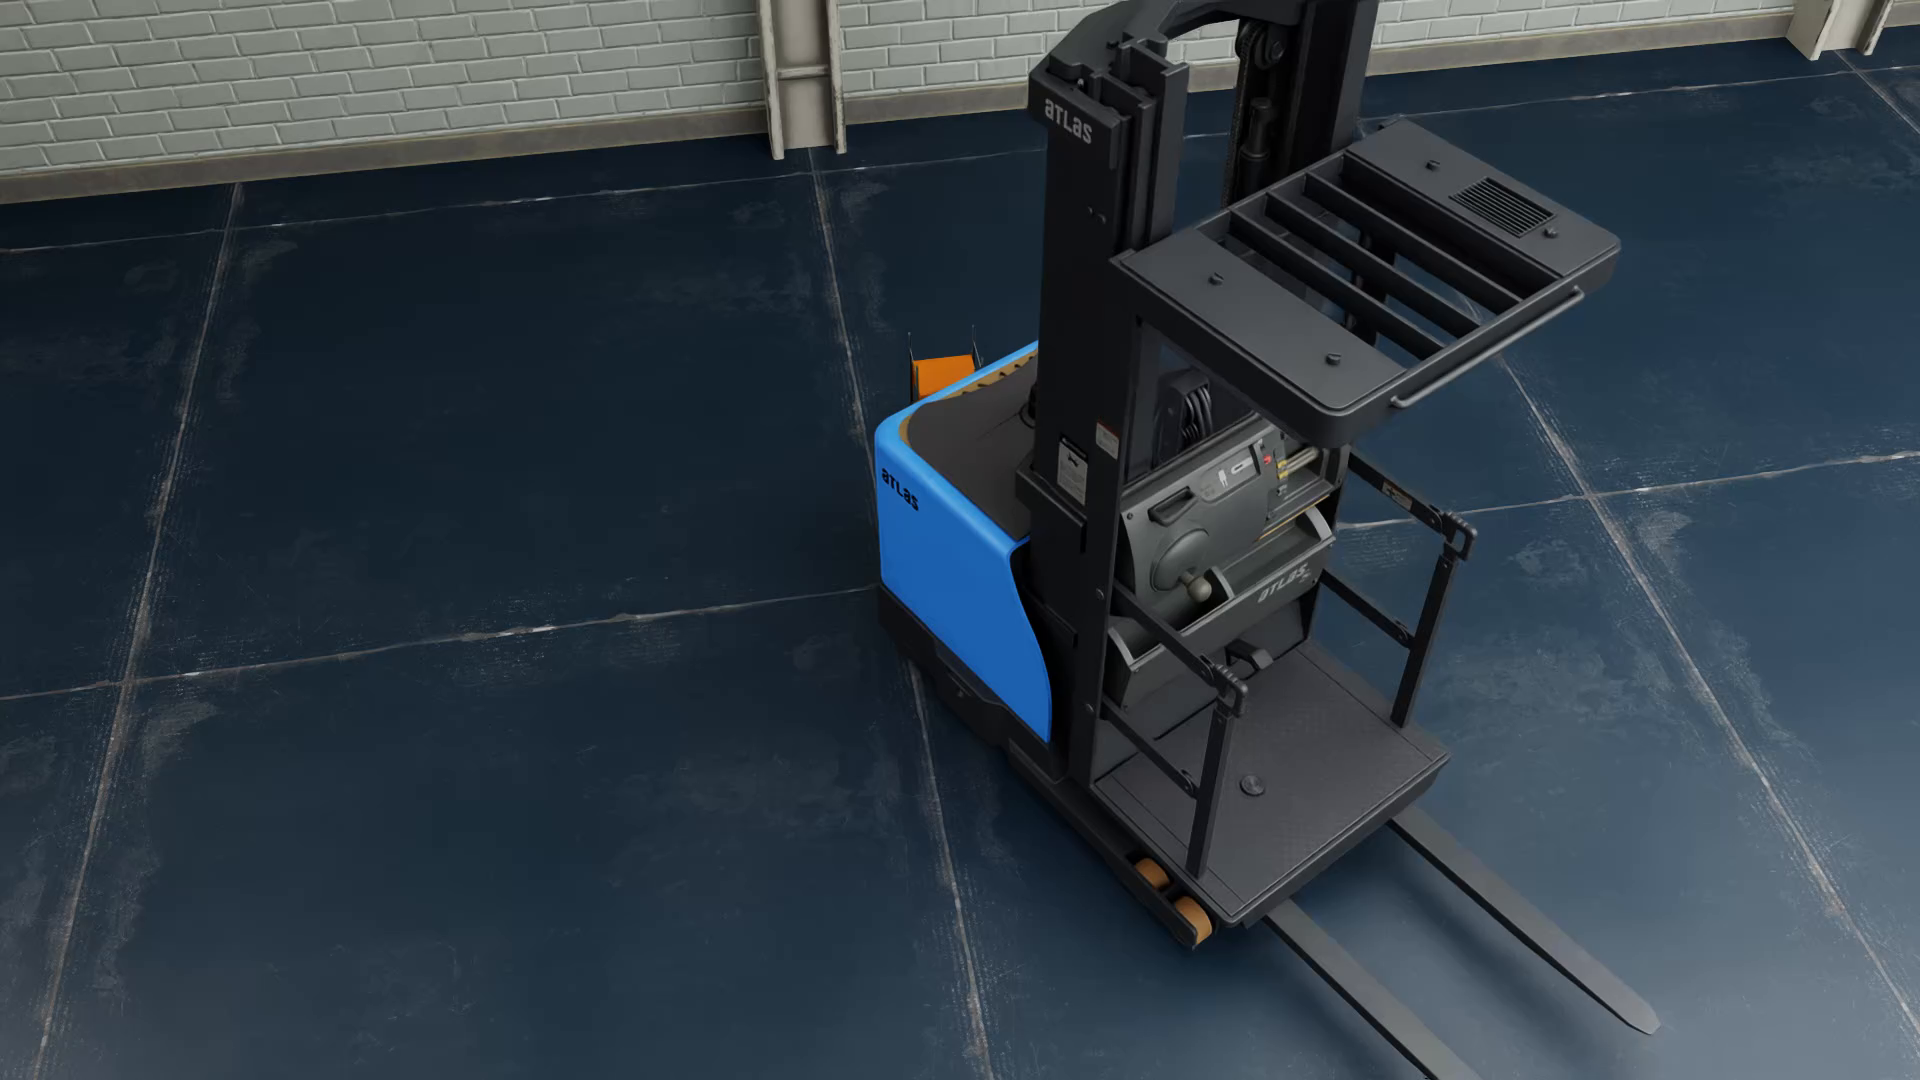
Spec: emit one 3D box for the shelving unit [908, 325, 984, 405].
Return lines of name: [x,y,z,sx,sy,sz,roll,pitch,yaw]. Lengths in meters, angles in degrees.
shelving unit: [-0.053,-0.358,6.559,0.252,1.050,0.215,-7,47,-7]

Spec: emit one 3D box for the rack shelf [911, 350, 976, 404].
rack shelf: [-0.053,-0.548,6.362,0.240,0.259,0.215,-7,47,-7]

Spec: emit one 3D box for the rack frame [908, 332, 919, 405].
rack frame: [-0.173,-0.343,6.545,0.008,1.050,0.200,-7,47,-7]

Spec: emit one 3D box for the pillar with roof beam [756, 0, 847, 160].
pillar with roof beam: [-0.097,-2.238,2.850,0.400,9.000,9.100,-7,46,-7]

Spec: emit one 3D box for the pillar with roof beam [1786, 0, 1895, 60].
pillar with roof beam: [5.815,-2.974,3.560,0.400,9.000,9.100,-7,46,-7]

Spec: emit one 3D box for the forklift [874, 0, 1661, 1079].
forklift: [0.987,-0.059,4.965,1.130,2.935,3.031,-30,53,-25]

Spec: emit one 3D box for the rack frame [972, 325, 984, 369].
rack frame: [0.067,-0.374,6.574,0.008,1.050,0.200,-7,47,-7]
